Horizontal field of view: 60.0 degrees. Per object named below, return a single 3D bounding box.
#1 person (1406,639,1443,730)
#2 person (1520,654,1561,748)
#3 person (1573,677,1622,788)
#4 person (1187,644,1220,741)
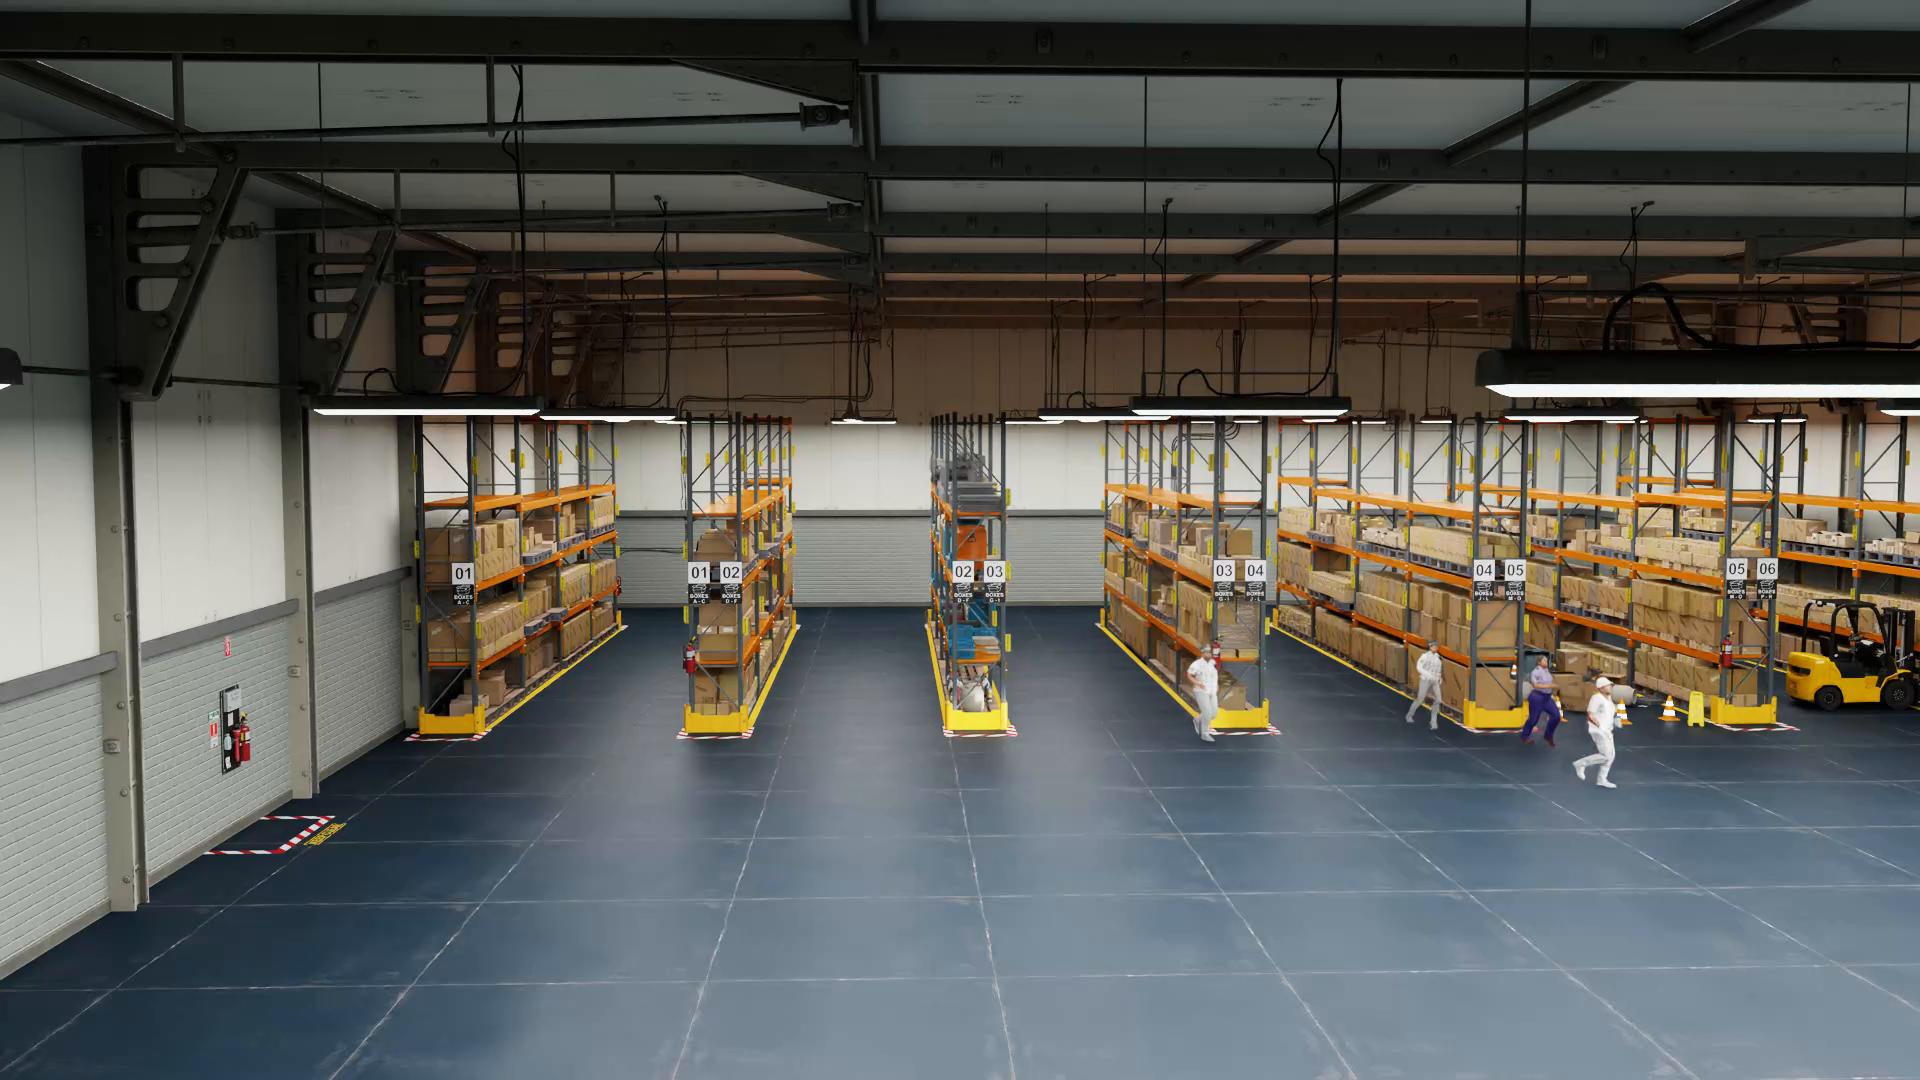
[{"bbox_3d":[8.982,2.734,31.772,0.680,1.709,0.774,-2,4,-23],"label":"person"},{"bbox_3d":[10.403,2.884,29.715,0.604,1.684,0.730,-3,5,-37],"label":"person"},{"bbox_3d":[10.184,3.052,26.527,0.654,1.754,0.677,3,5,35],"label":"person"},{"bbox_3d":[4.482,2.787,30.560,0.711,1.778,0.650,-2,4,-29],"label":"person"}]
